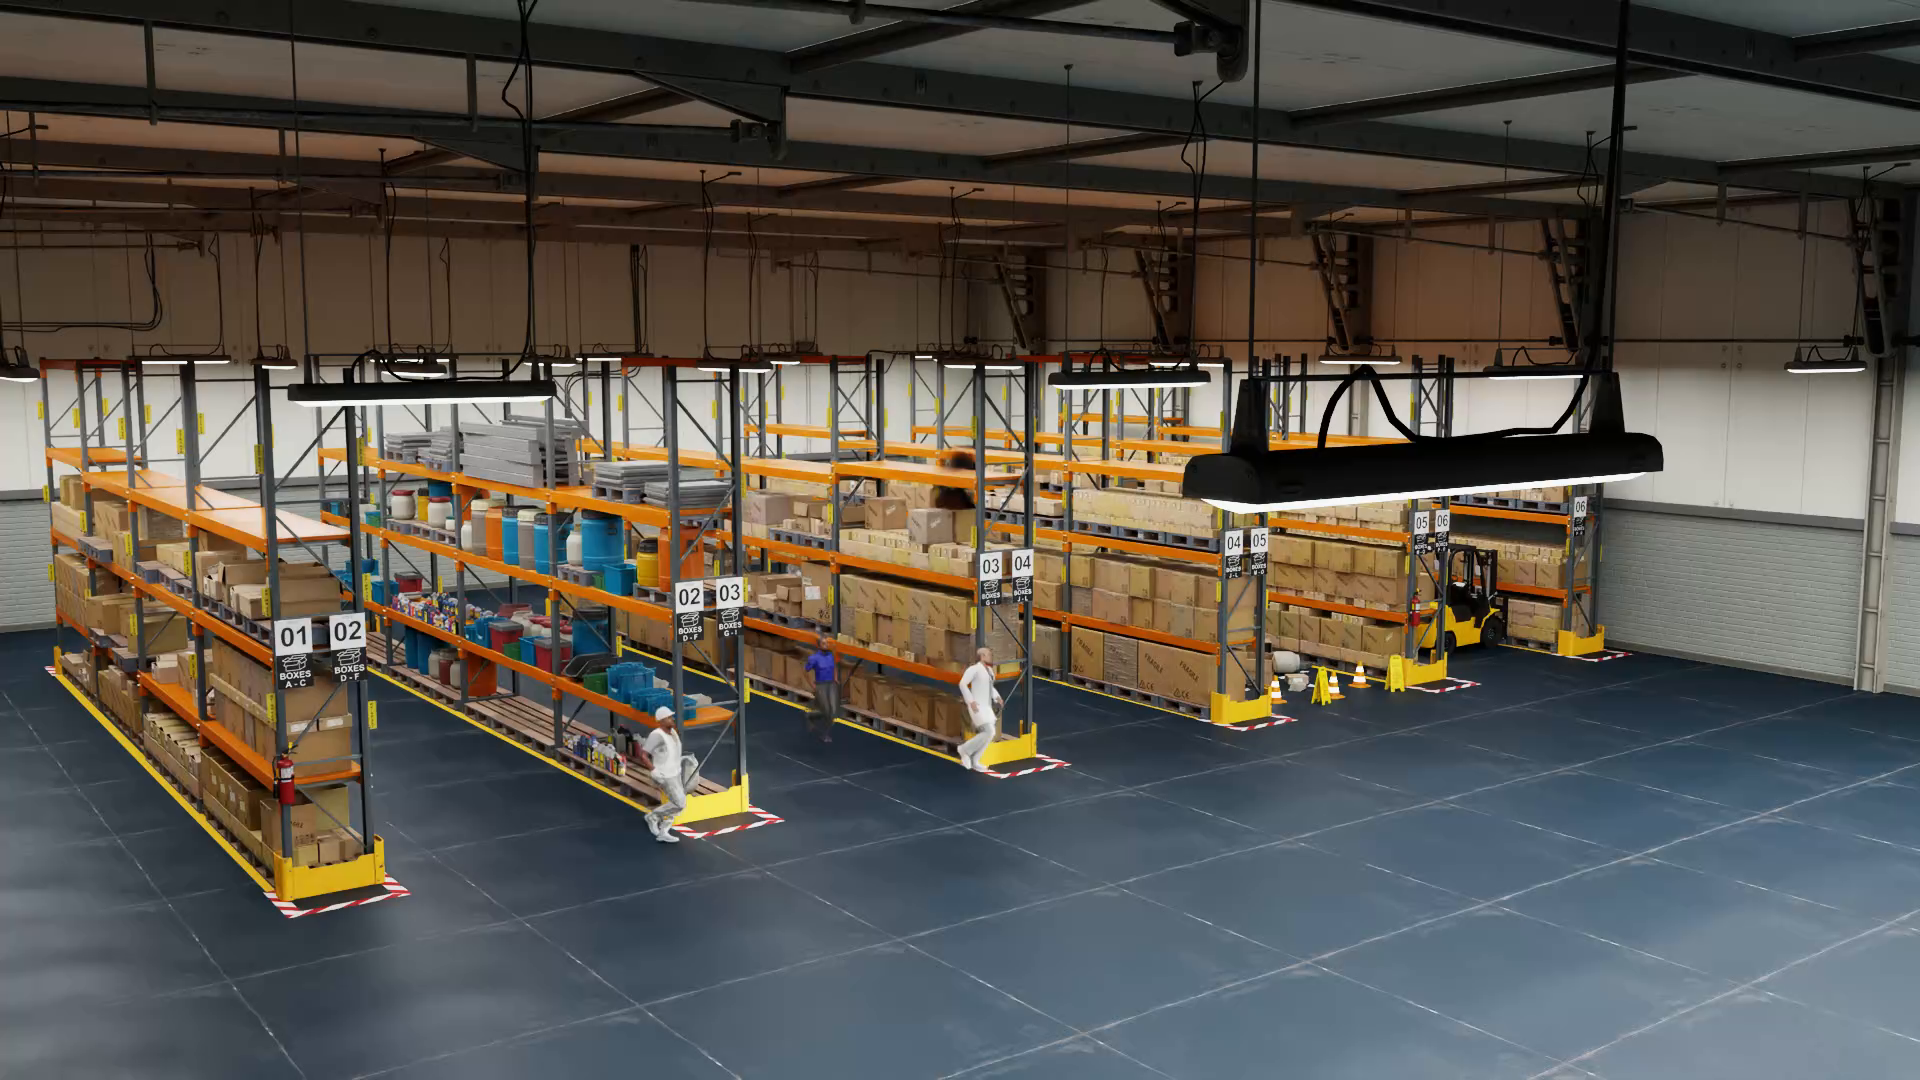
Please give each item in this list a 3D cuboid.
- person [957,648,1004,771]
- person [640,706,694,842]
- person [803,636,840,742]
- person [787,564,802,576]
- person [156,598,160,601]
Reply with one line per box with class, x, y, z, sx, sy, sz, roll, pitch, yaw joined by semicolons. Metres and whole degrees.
person;0.328;2.401;23.806;0.591;1.714;0.737;3;7;21
person;-3.665;2.960;20.959;0.592;1.737;0.682;2;7;13
person;-2.100;2.275;25.467;0.583;1.615;0.558;-6;9;-40
person;-4.142;0.439;41.823;0.846;1.781;0.698;1;7;11
person;-15.923;1.531;33.373;0.850;1.608;0.672;1;7;9
